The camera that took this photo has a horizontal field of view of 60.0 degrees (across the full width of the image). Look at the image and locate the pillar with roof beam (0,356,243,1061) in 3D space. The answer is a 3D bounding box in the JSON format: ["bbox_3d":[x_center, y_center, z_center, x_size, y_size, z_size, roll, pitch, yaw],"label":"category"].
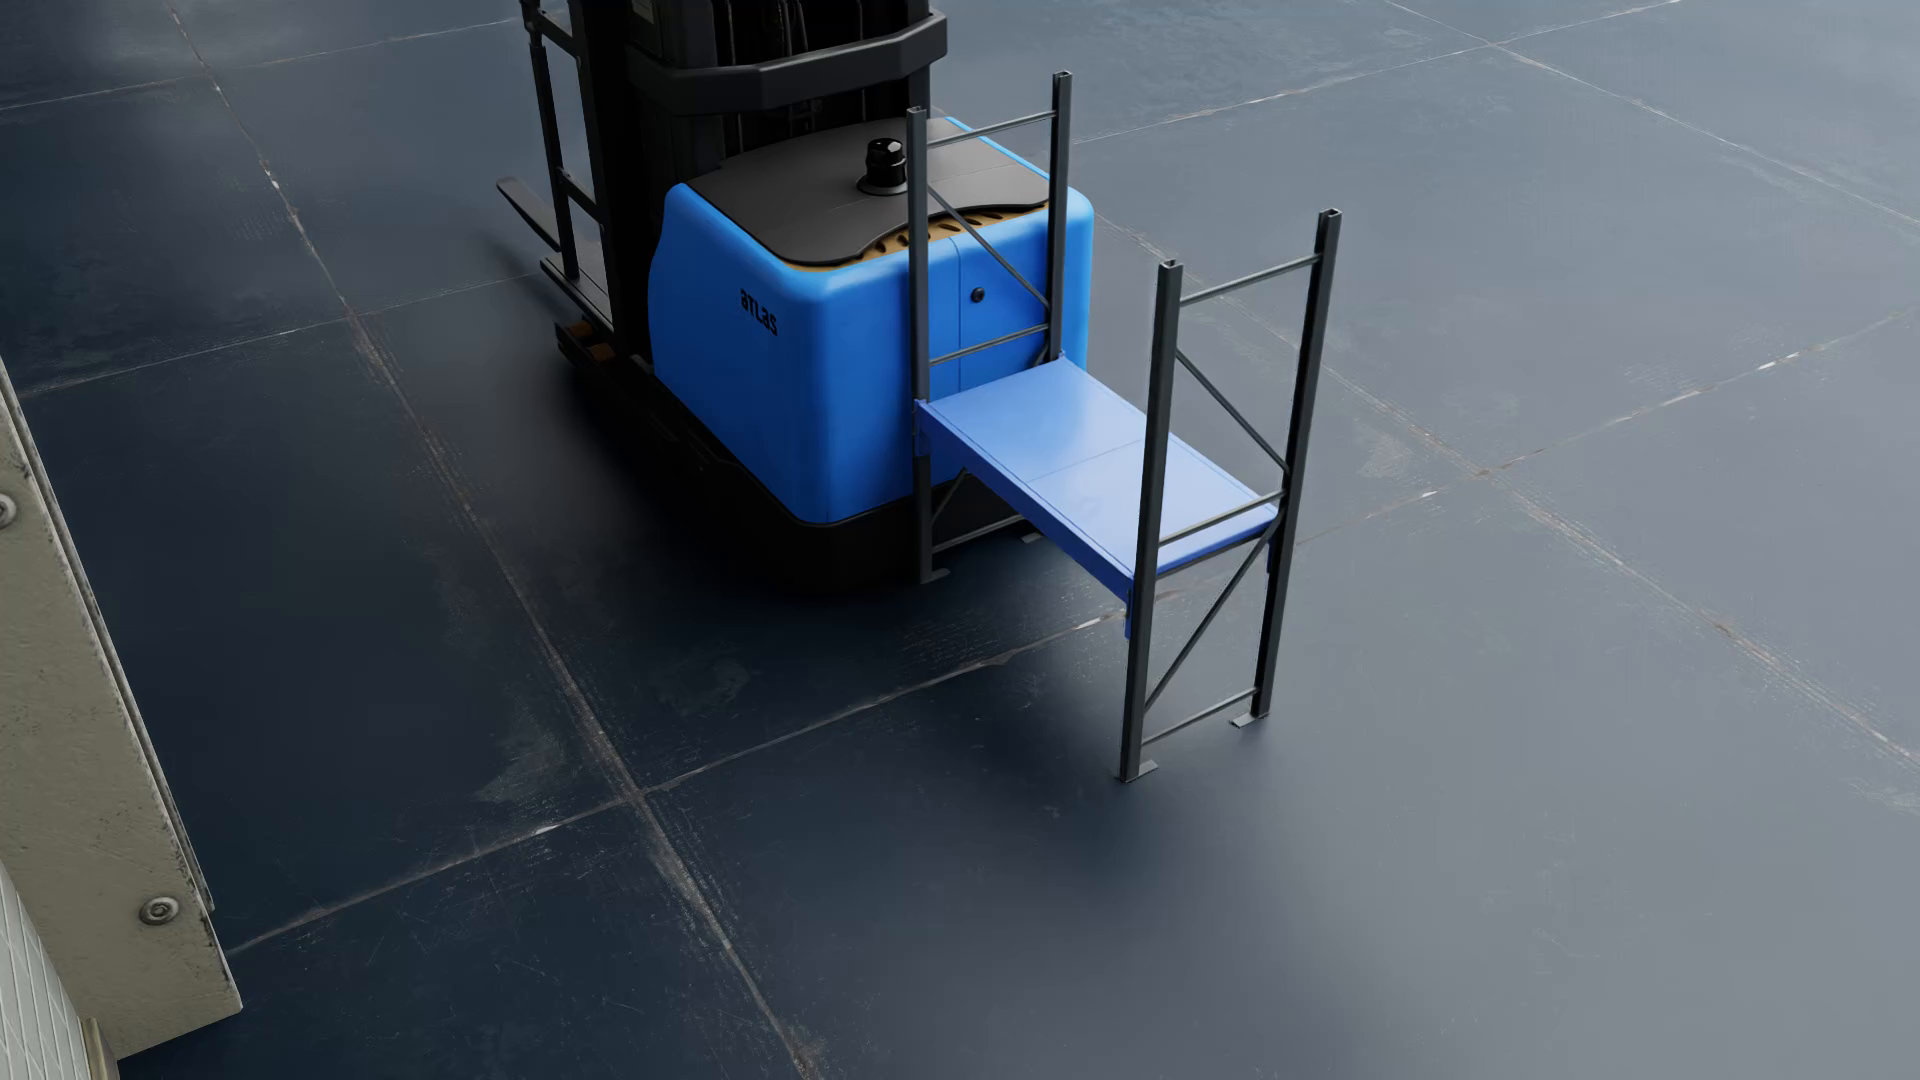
[{"bbox_3d":[1.858,-3.895,2.953,9.100,9.000,0.400,-19,40,-24],"label":"pillar with roof beam"}]

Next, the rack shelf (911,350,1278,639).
[{"bbox_3d":[0.358,-0.157,4.498,0.538,0.185,1.000,-21,41,-26],"label":"rack shelf"}]

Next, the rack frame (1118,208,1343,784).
[{"bbox_3d":[0.636,-0.051,4.049,0.500,1.500,0.032,-21,41,-26],"label":"rack frame"}]

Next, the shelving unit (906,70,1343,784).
[{"bbox_3d":[0.358,-0.302,4.392,0.538,1.500,1.048,-21,41,-26],"label":"shelving unit"}]

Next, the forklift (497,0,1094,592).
[{"bbox_3d":[-0.822,-1.862,5.315,1.130,2.935,3.031,-21,41,-26],"label":"forklift"}]

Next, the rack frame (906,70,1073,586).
[{"bbox_3d":[0.080,-0.553,4.736,0.500,1.500,0.032,-21,41,-26],"label":"rack frame"}]
